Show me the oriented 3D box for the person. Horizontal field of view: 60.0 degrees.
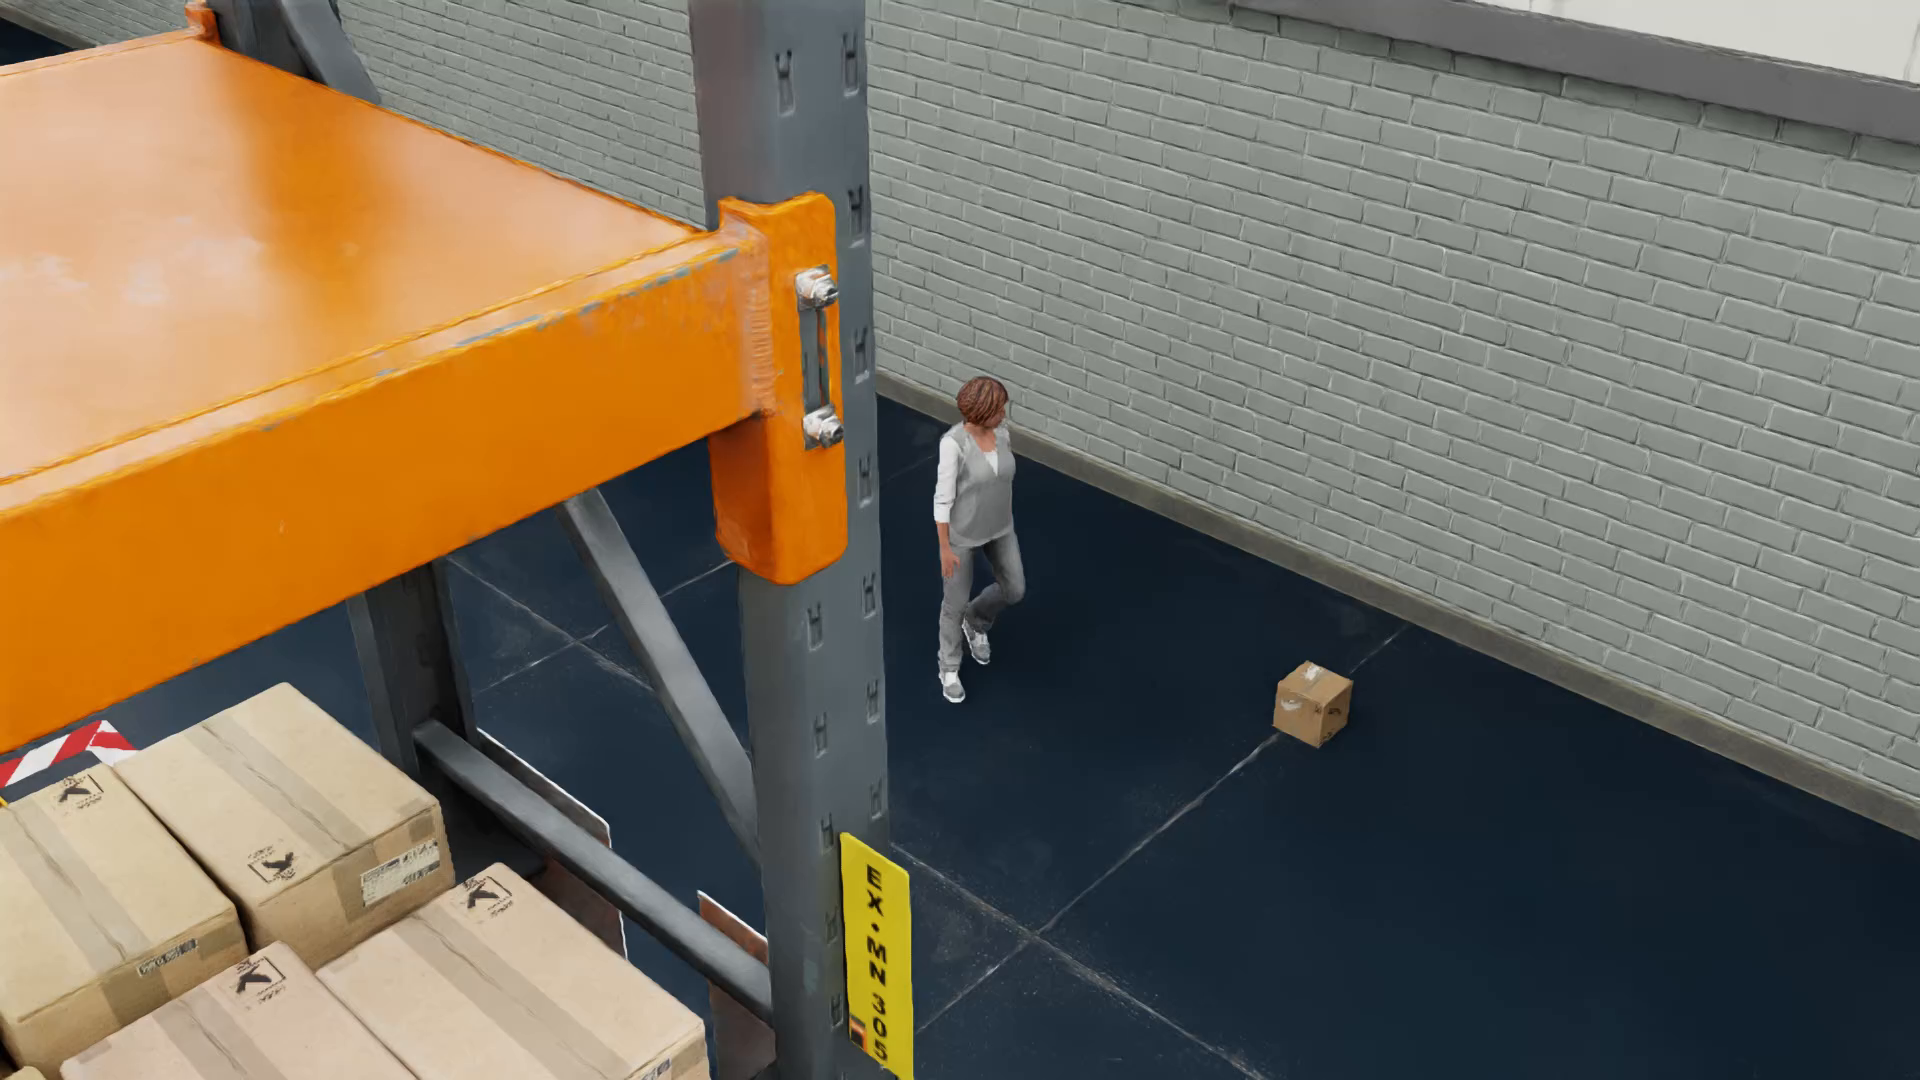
[{"bbox_3d":[0.043,-0.040,7.682,0.467,1.598,0.402,-19,37,-28],"label":"person"}]
